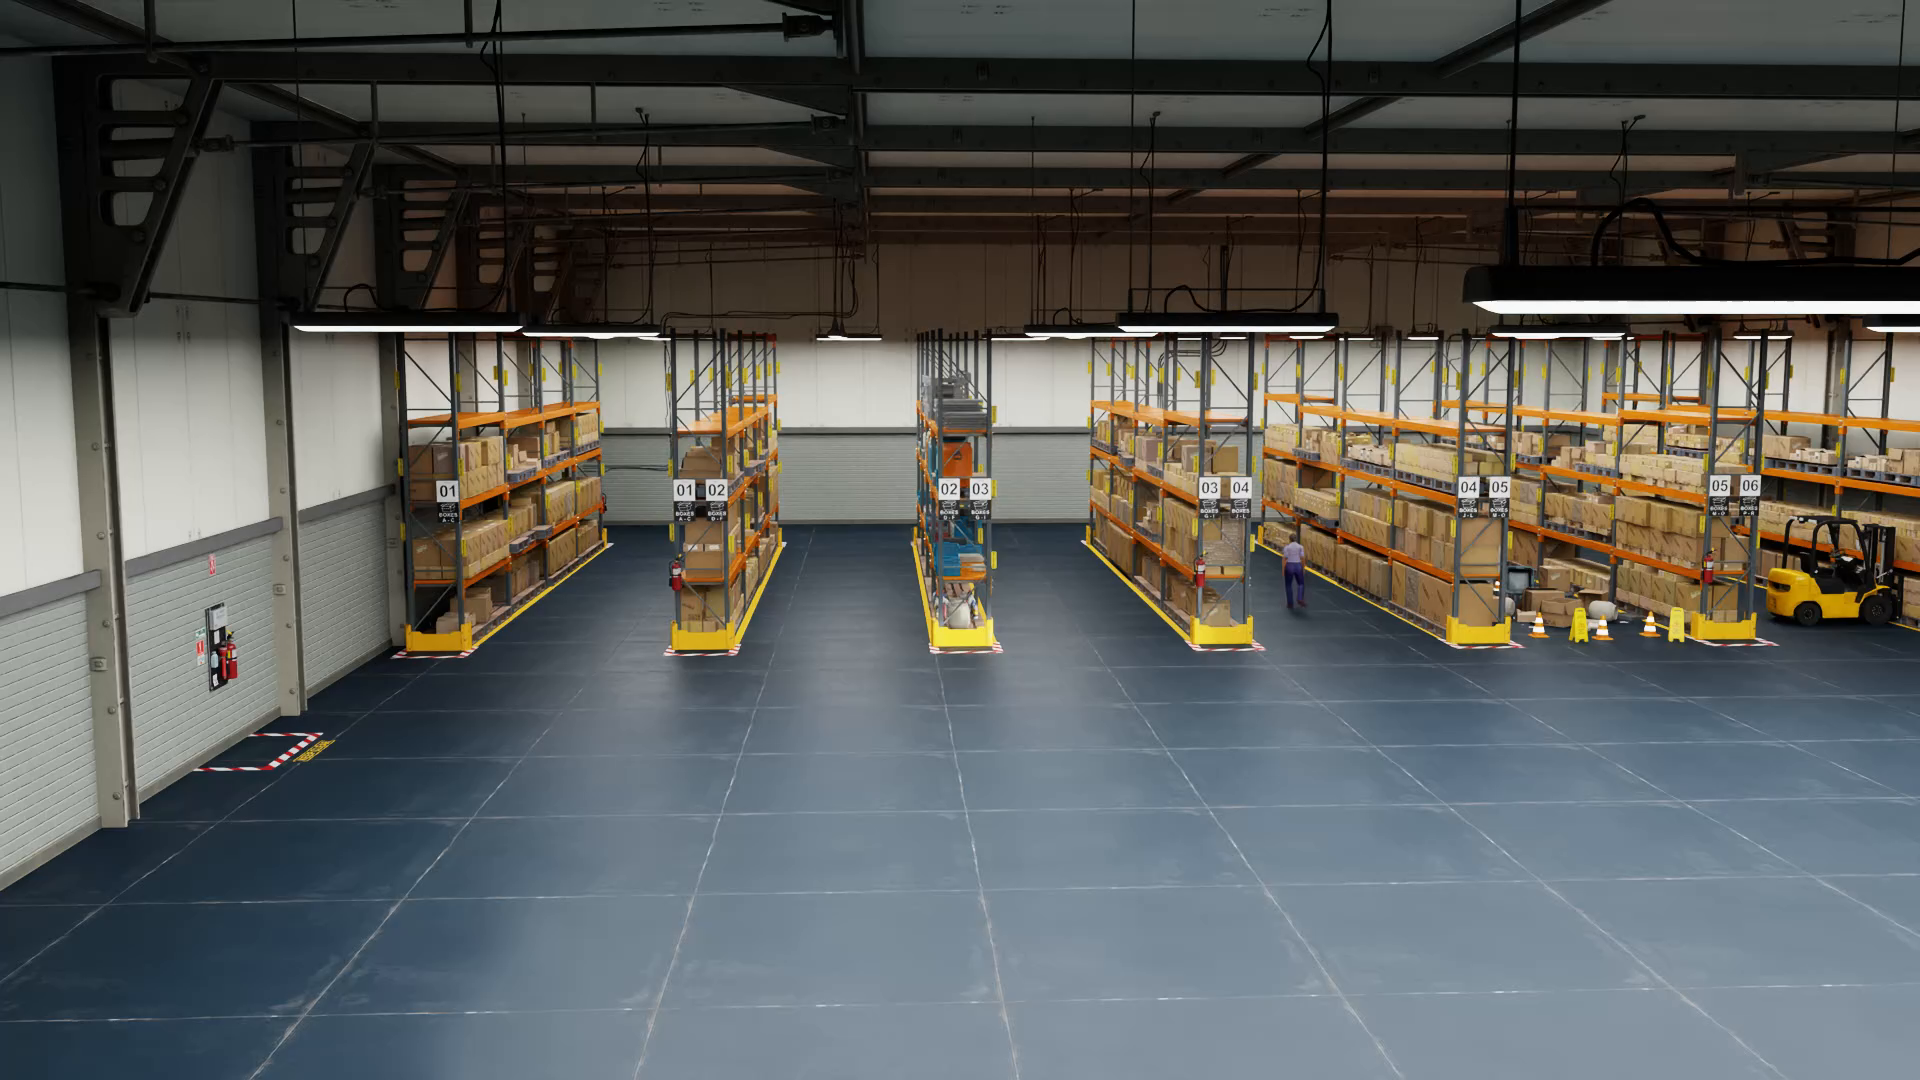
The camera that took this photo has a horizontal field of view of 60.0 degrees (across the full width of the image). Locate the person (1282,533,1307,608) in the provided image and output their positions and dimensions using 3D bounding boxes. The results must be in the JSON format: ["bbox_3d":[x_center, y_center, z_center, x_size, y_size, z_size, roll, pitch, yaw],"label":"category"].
[{"bbox_3d":[7.249,0.672,36.032,0.537,1.645,0.522,0,7,-1],"label":"person"}]

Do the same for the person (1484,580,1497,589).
[{"bbox_3d":[12.383,0.330,38.810,0.440,1.669,0.600,-2,7,-16],"label":"person"}]
